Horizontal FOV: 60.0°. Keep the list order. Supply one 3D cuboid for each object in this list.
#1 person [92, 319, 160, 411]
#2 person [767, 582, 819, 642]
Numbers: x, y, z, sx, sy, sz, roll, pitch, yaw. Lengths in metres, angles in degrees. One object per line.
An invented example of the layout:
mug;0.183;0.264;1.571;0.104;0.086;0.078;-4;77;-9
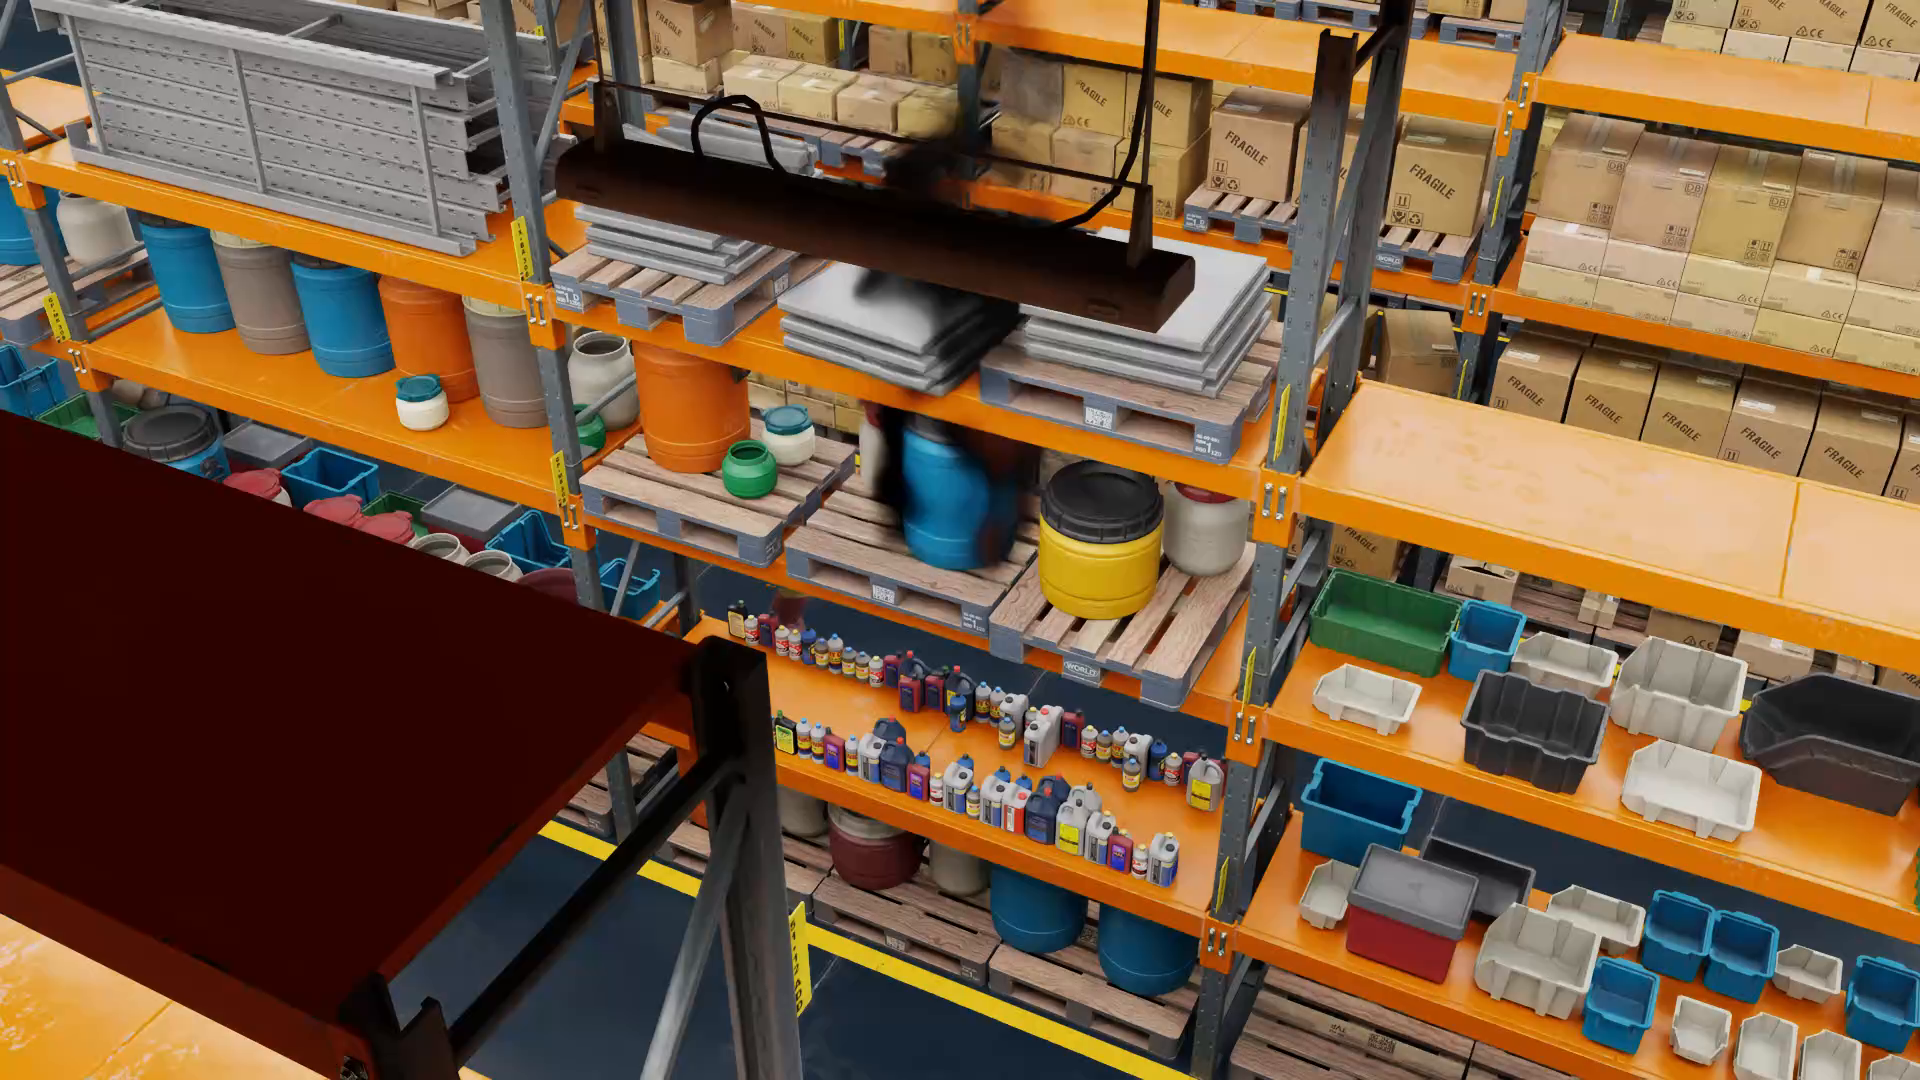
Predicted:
person;-7.083;-1.316;14.271;0.922;1.729;0.648;9;36;12
person;-1.125;0.333;11.982;0.569;1.619;0.578;16;38;21
